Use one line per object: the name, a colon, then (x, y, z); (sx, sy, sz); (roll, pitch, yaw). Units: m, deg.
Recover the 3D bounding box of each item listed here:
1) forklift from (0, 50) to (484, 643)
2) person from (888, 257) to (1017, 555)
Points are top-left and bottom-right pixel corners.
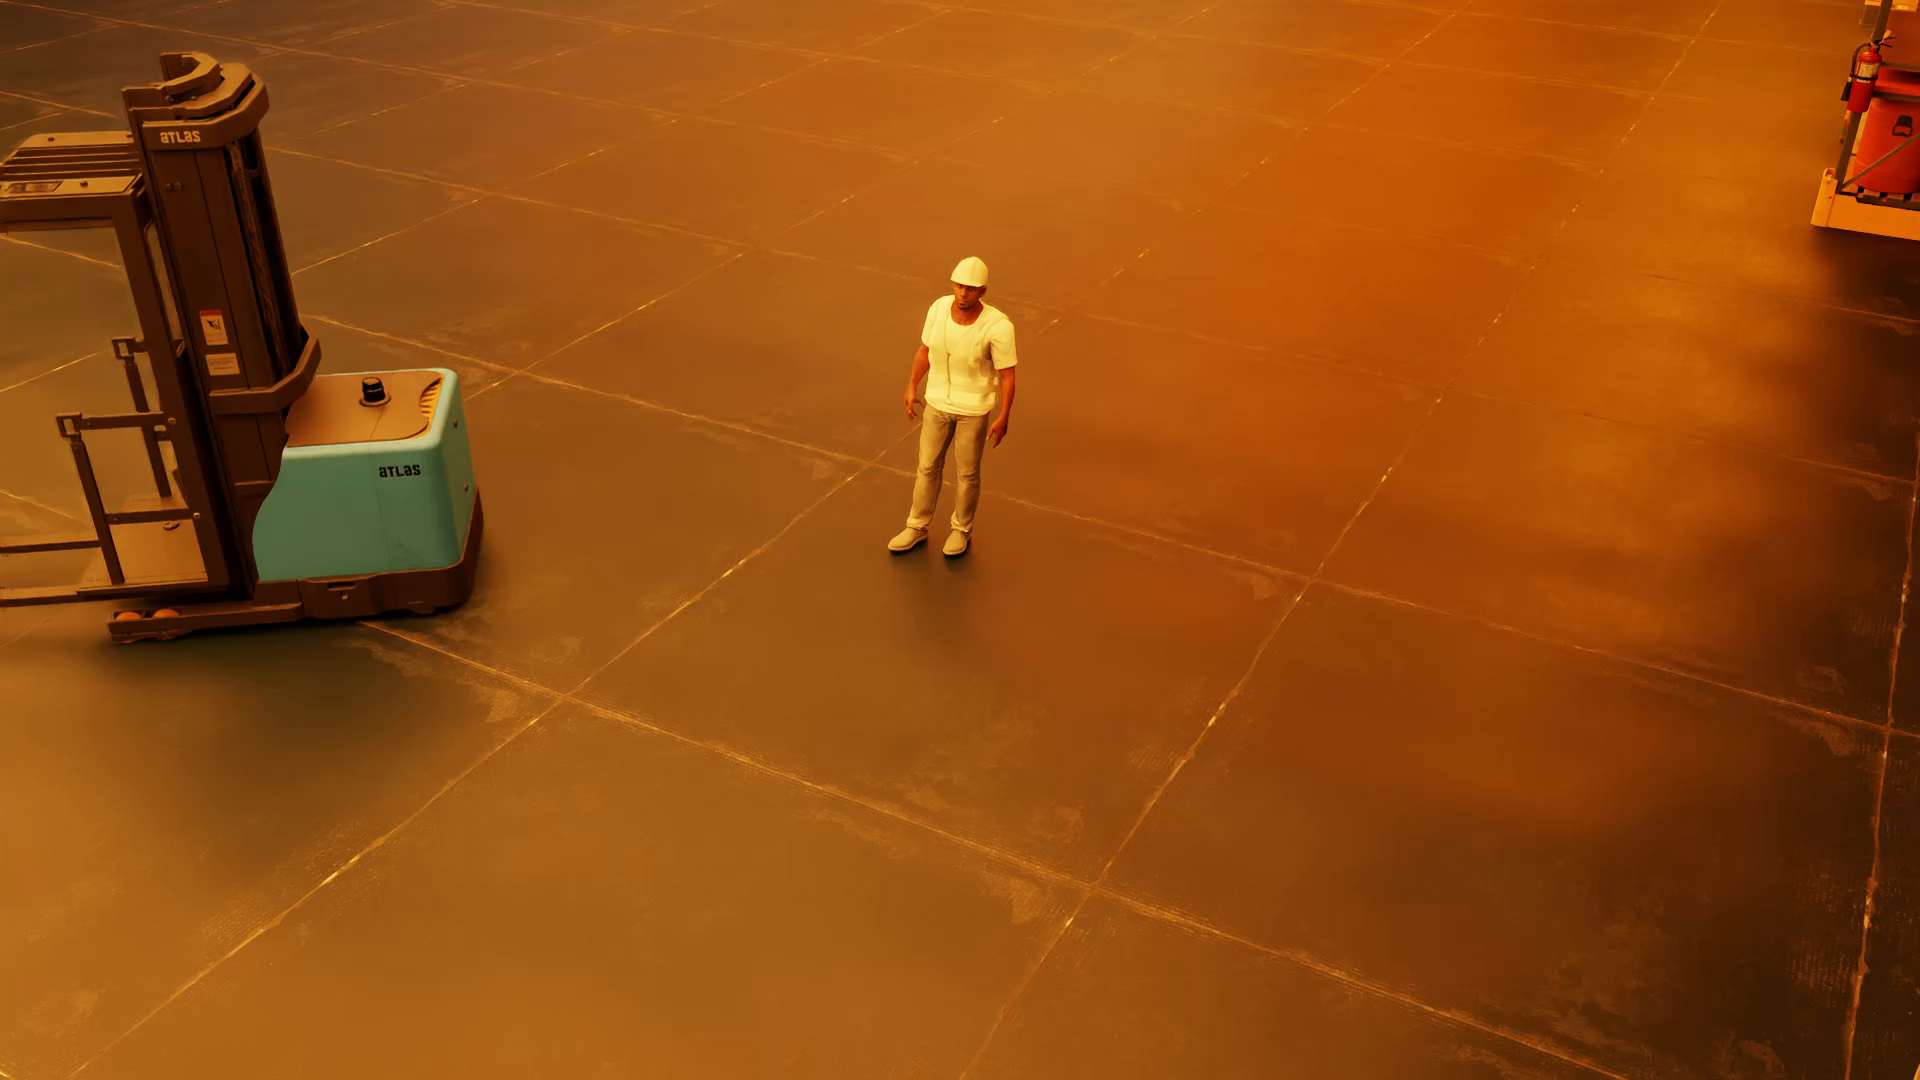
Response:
forklift: (-4.310, -0.993, 8.791); (3.031, 2.935, 1.130); (-4, 30, -8)
person: (-0.039, -0.742, 9.507); (0.665, 1.768, 0.575); (15, 33, 25)
